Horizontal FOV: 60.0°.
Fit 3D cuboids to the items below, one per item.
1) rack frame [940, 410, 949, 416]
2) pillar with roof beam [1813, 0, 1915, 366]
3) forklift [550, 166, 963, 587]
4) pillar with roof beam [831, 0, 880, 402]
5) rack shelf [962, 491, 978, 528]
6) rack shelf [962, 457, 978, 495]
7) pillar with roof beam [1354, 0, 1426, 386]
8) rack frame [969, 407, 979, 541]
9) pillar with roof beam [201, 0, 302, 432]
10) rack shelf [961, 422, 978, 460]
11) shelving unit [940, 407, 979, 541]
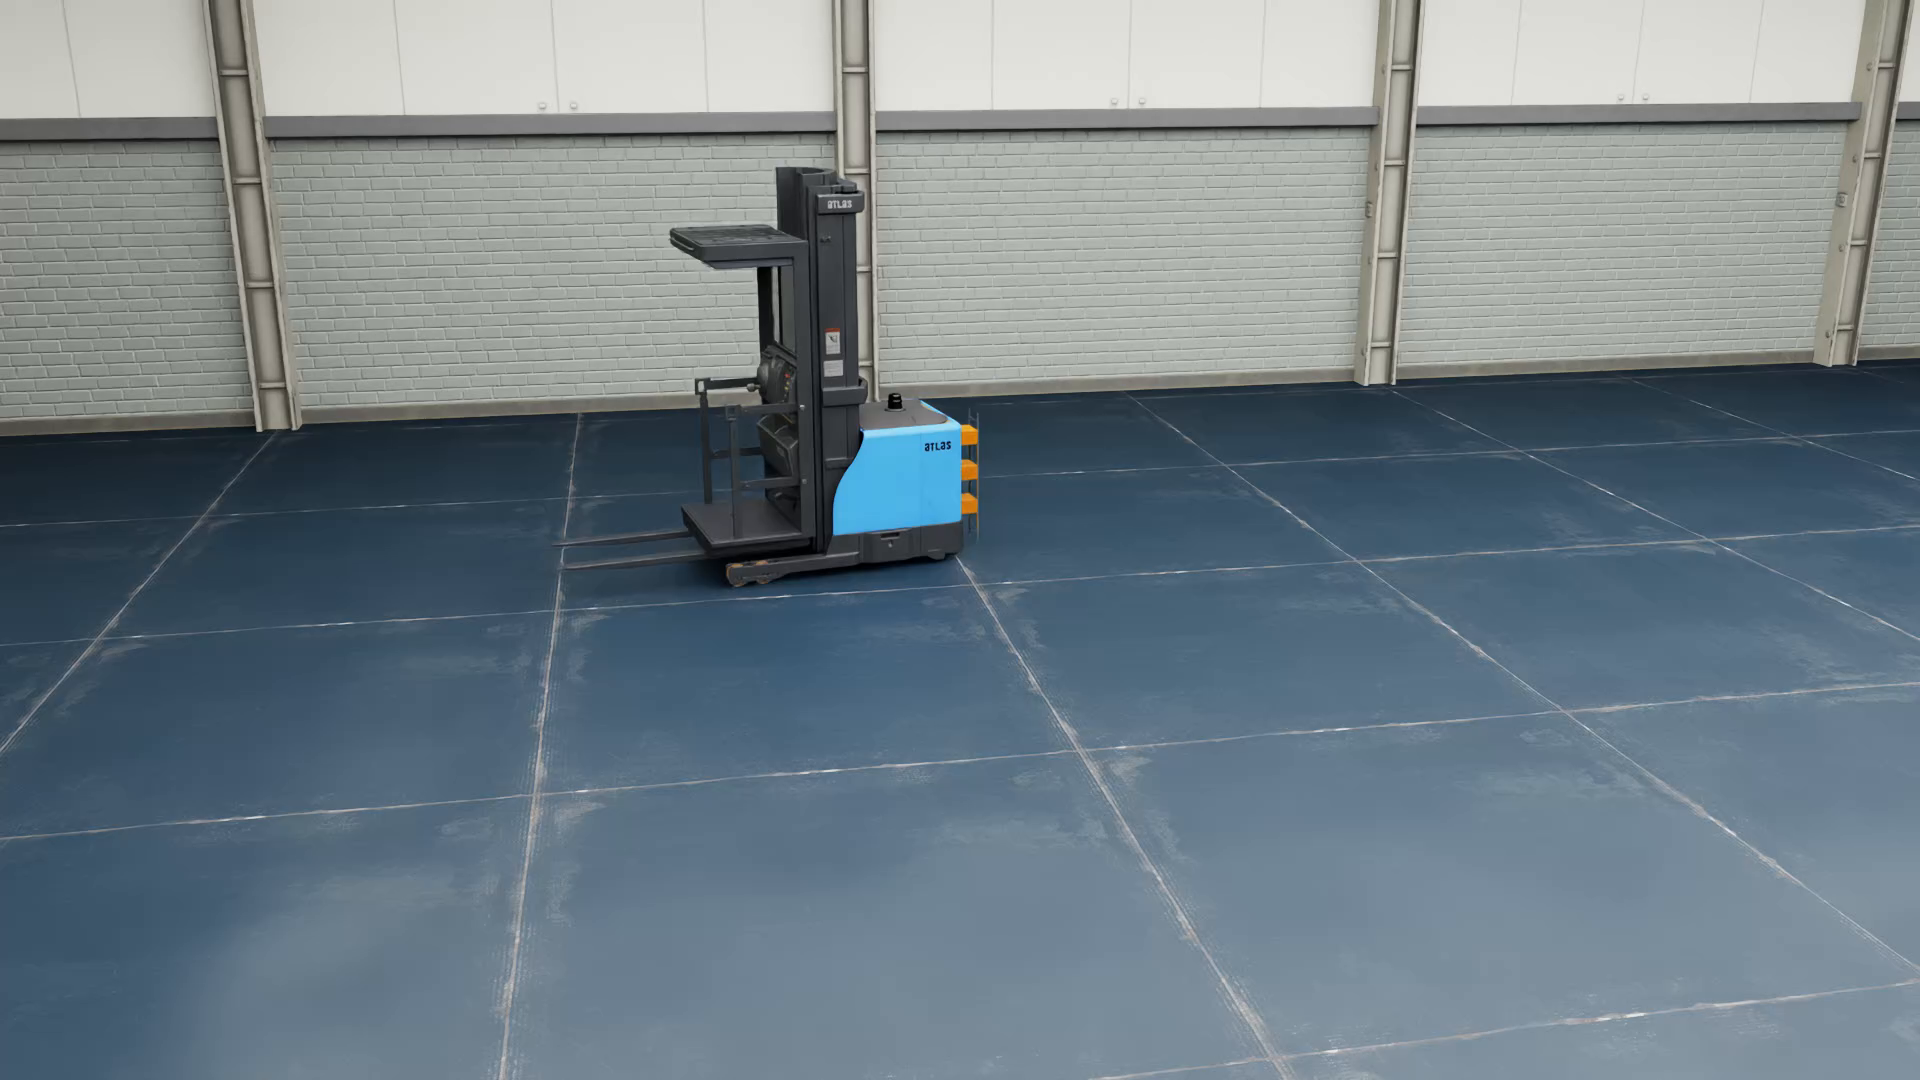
[{"bbox_3d":[-0.122,-0.496,13.140,0.008,1.050,0.200,-6,18,-19],"label":"rack frame"},{"bbox_3d":[11.504,-5.220,14.979,0.400,9.000,9.100,-3,17,-10],"label":"pillar with roof beam"},{"bbox_3d":[-1.545,-1.234,12.336,3.031,2.935,1.130,-6,18,-20],"label":"forklift"},{"bbox_3d":[-0.278,-4.551,12.803,0.400,9.000,9.100,-3,17,-10],"label":"pillar with roof beam"},{"bbox_3d":[-0.008,-0.233,13.265,0.240,0.259,0.215,-6,18,-19],"label":"rack shelf"},{"bbox_3d":[-0.007,-0.499,13.184,0.240,0.259,0.215,-6,18,-19],"label":"rack shelf"},{"bbox_3d":[5.613,-4.885,13.891,0.400,9.000,9.100,-3,17,-10],"label":"pillar with roof beam"},{"bbox_3d":[0.107,-0.521,13.221,0.008,1.050,0.200,-6,18,-19],"label":"rack frame"},{"bbox_3d":[-6.169,-4.217,11.715,0.400,9.000,9.100,-3,17,-10],"label":"pillar with roof beam"},{"bbox_3d":[-0.007,-0.770,13.100,0.240,0.259,0.215,-6,18,-19],"label":"rack shelf"},{"bbox_3d":[-0.007,-0.509,13.181,0.252,1.050,0.215,-6,18,-19],"label":"shelving unit"}]
